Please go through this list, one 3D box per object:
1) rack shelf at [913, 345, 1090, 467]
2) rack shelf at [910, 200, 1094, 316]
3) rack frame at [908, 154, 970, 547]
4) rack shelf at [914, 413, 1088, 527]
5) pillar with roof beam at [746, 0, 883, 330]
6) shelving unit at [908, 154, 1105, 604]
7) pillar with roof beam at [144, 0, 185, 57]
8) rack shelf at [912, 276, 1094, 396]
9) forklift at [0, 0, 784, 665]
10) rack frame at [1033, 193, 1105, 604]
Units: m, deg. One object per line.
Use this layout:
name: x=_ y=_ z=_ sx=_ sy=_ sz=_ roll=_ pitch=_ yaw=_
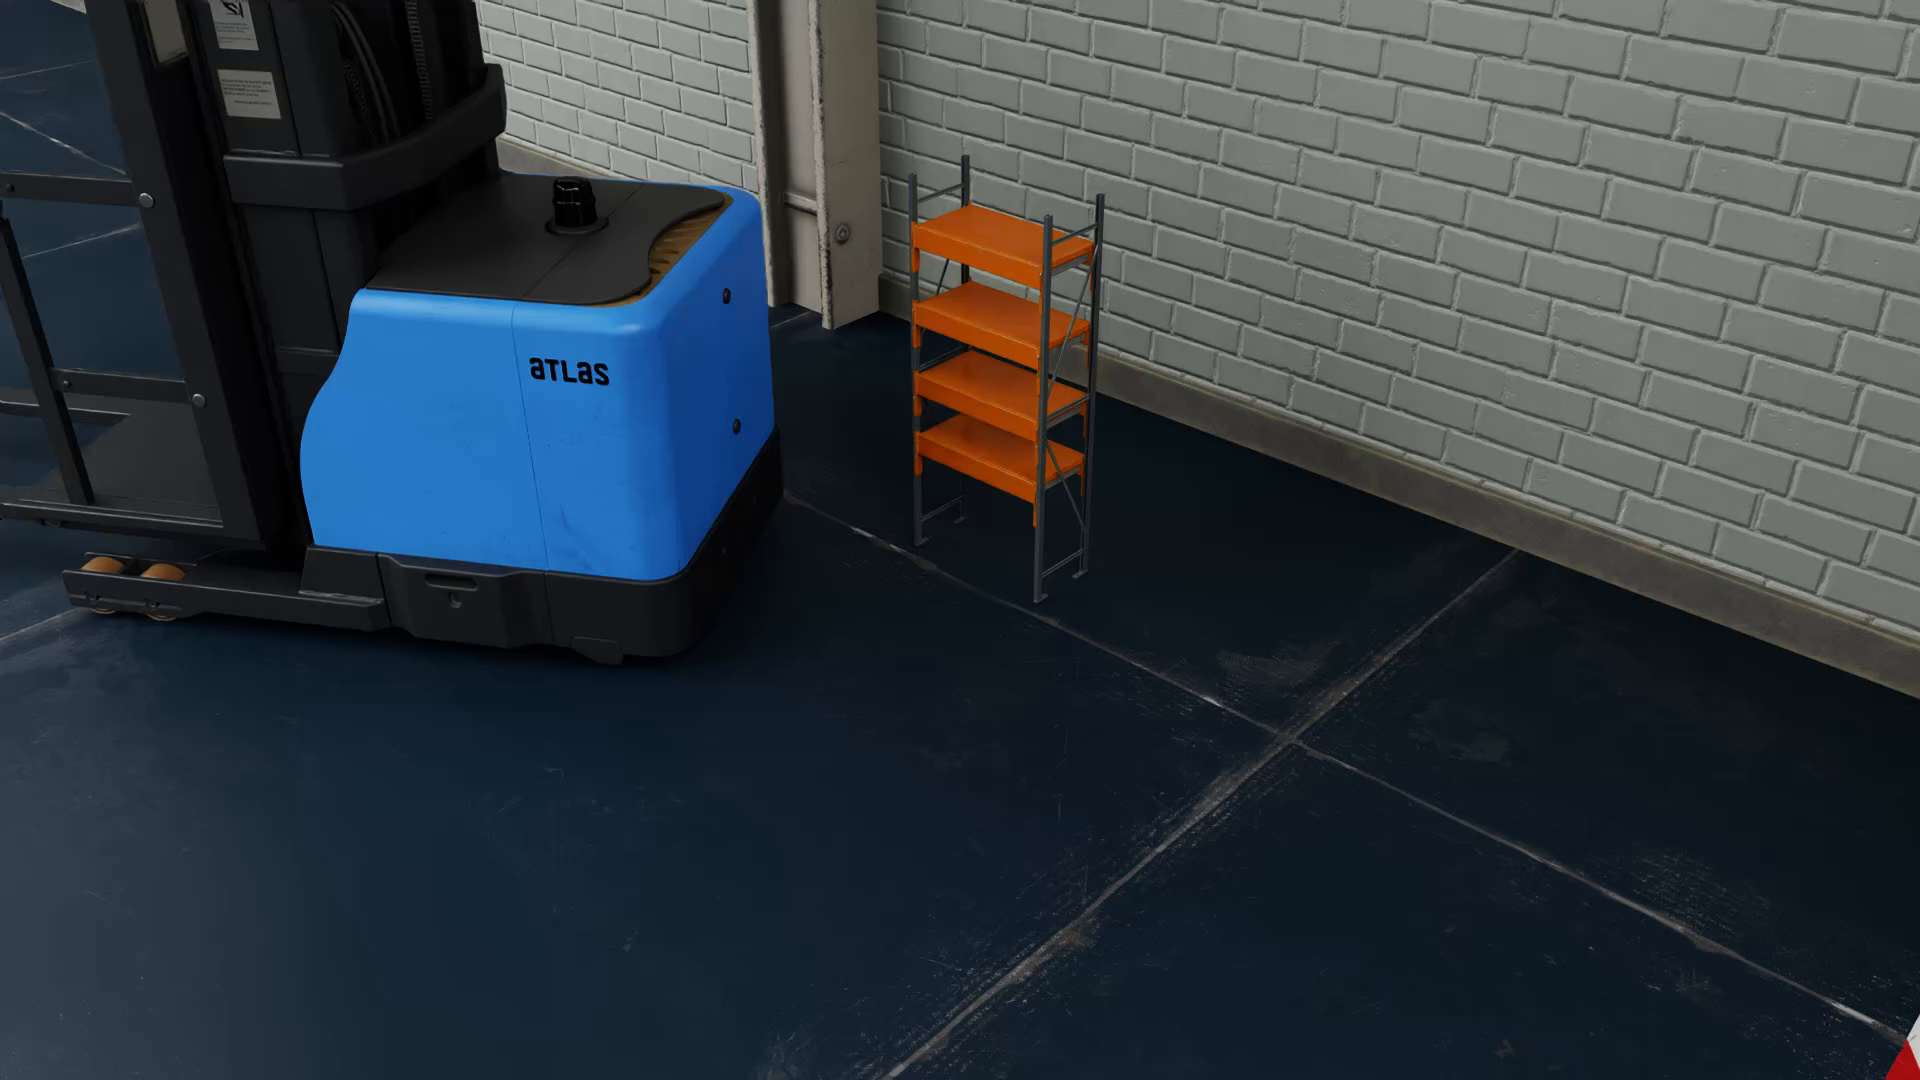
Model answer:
rack shelf: x=0.123 y=-0.399 z=4.880 sx=0.480 sy=0.148 sz=0.258 roll=25 pitch=39 yaw=35
rack shelf: x=0.123 y=-0.793 z=4.643 sx=0.480 sy=0.148 sz=0.258 roll=25 pitch=39 yaw=35
rack frame: x=-0.058 y=-0.541 z=4.986 sx=0.015 sy=1.200 sz=0.240 roll=25 pitch=39 yaw=35
rack shelf: x=0.123 y=-0.229 z=4.982 sx=0.480 sy=0.148 sz=0.258 roll=25 pitch=39 yaw=35
pillar with roof beam: x=-3.447 y=-3.175 z=1.800 sx=0.400 sy=9.000 sz=9.100 roll=25 pitch=39 yaw=35
shelving unit: x=0.123 y=-0.457 z=4.845 sx=0.503 sy=1.200 sz=0.258 roll=25 pitch=39 yaw=35
pillar with roof beam: x=-7.896 y=-5.252 z=5.249 sx=0.400 sy=9.000 sz=9.100 roll=25 pitch=39 yaw=35
rack shelf: x=0.123 y=-0.591 z=4.765 sx=0.480 sy=0.148 sz=0.258 roll=25 pitch=39 yaw=35
forklift: x=-2.139 y=-1.278 z=4.531 sx=3.031 sy=2.935 sz=1.130 roll=6 pitch=32 yaw=10
rack frame: x=0.304 y=-0.372 z=4.705 sx=0.015 sy=1.200 sz=0.240 roll=25 pitch=39 yaw=35
